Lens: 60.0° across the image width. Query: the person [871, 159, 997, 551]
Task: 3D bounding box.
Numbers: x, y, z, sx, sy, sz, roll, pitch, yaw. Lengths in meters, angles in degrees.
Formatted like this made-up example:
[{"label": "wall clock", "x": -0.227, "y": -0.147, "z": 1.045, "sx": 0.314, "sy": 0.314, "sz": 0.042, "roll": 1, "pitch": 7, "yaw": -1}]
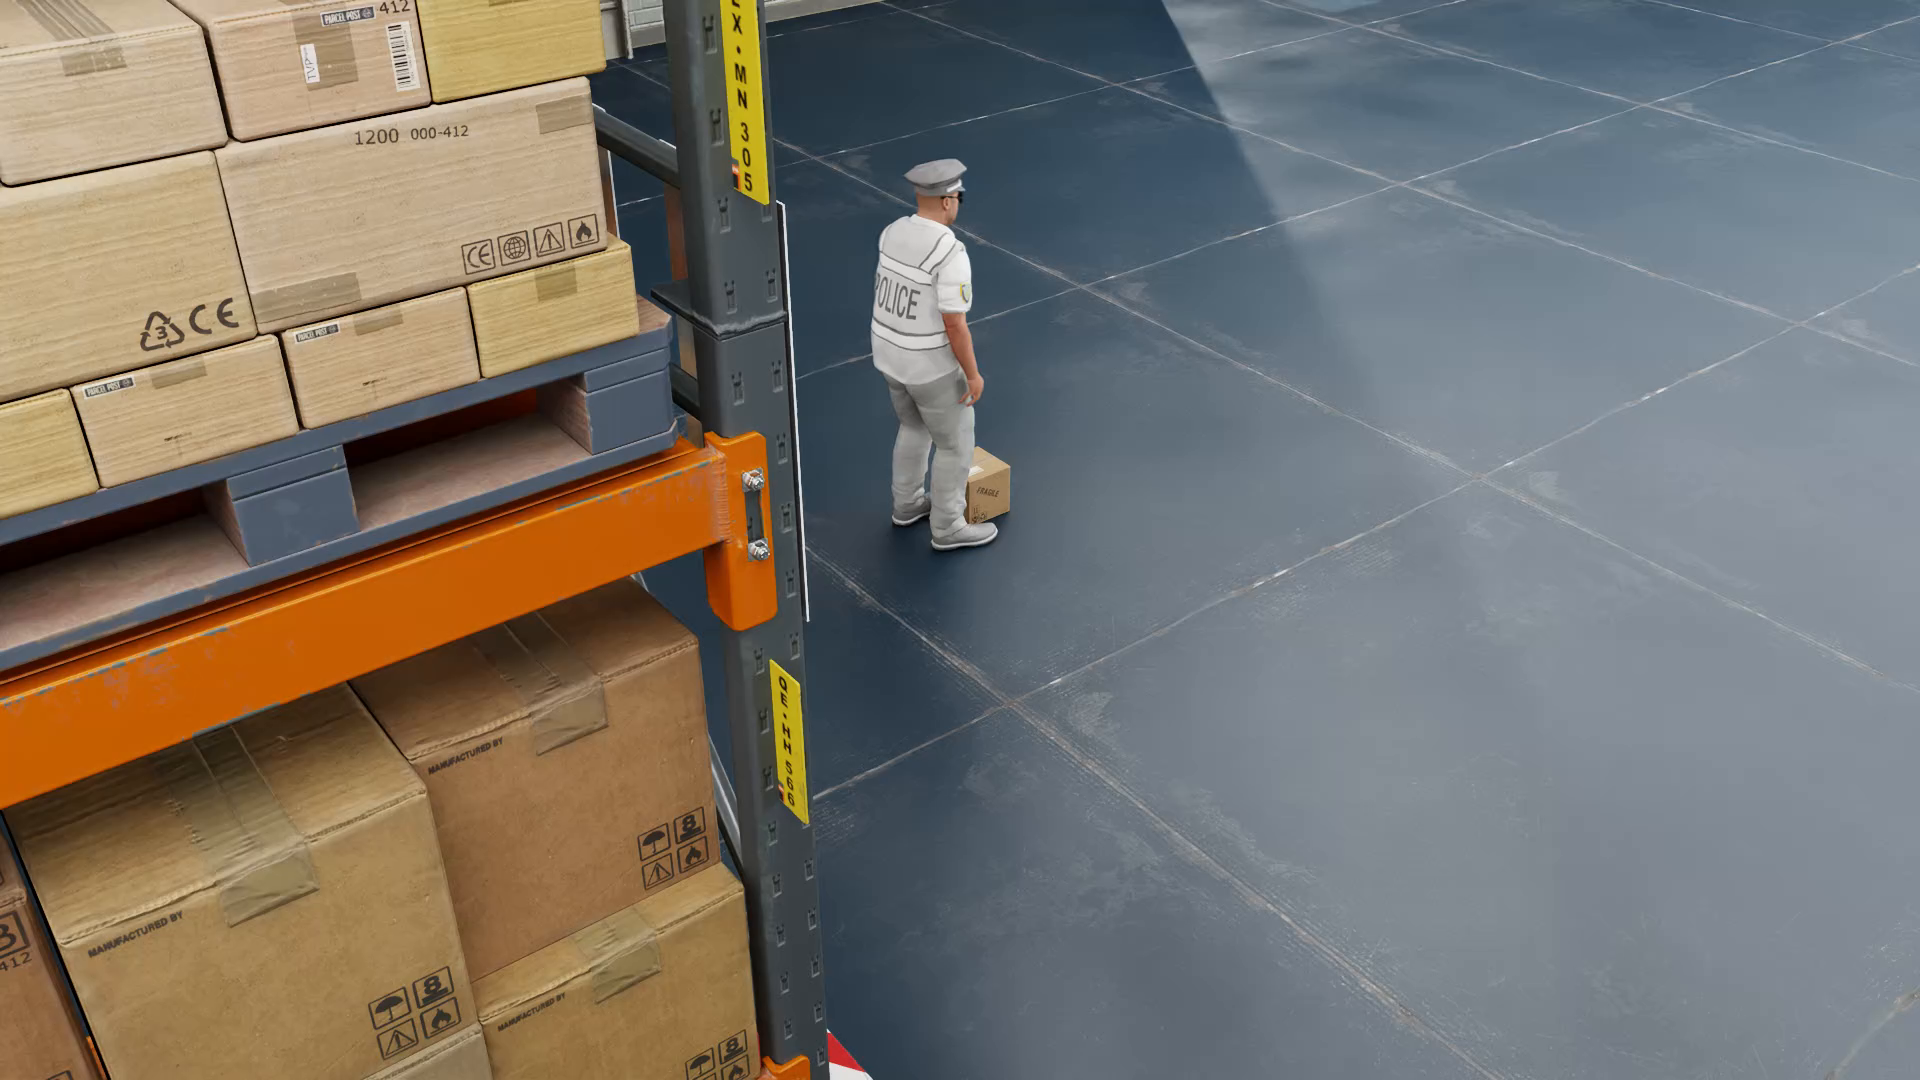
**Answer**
[{"label": "person", "x": -0.148, "y": -0.804, "z": 7.416, "sx": 0.433, "sy": 1.748, "sz": 0.595, "roll": -23, "pitch": 39, "yaw": -32}]
